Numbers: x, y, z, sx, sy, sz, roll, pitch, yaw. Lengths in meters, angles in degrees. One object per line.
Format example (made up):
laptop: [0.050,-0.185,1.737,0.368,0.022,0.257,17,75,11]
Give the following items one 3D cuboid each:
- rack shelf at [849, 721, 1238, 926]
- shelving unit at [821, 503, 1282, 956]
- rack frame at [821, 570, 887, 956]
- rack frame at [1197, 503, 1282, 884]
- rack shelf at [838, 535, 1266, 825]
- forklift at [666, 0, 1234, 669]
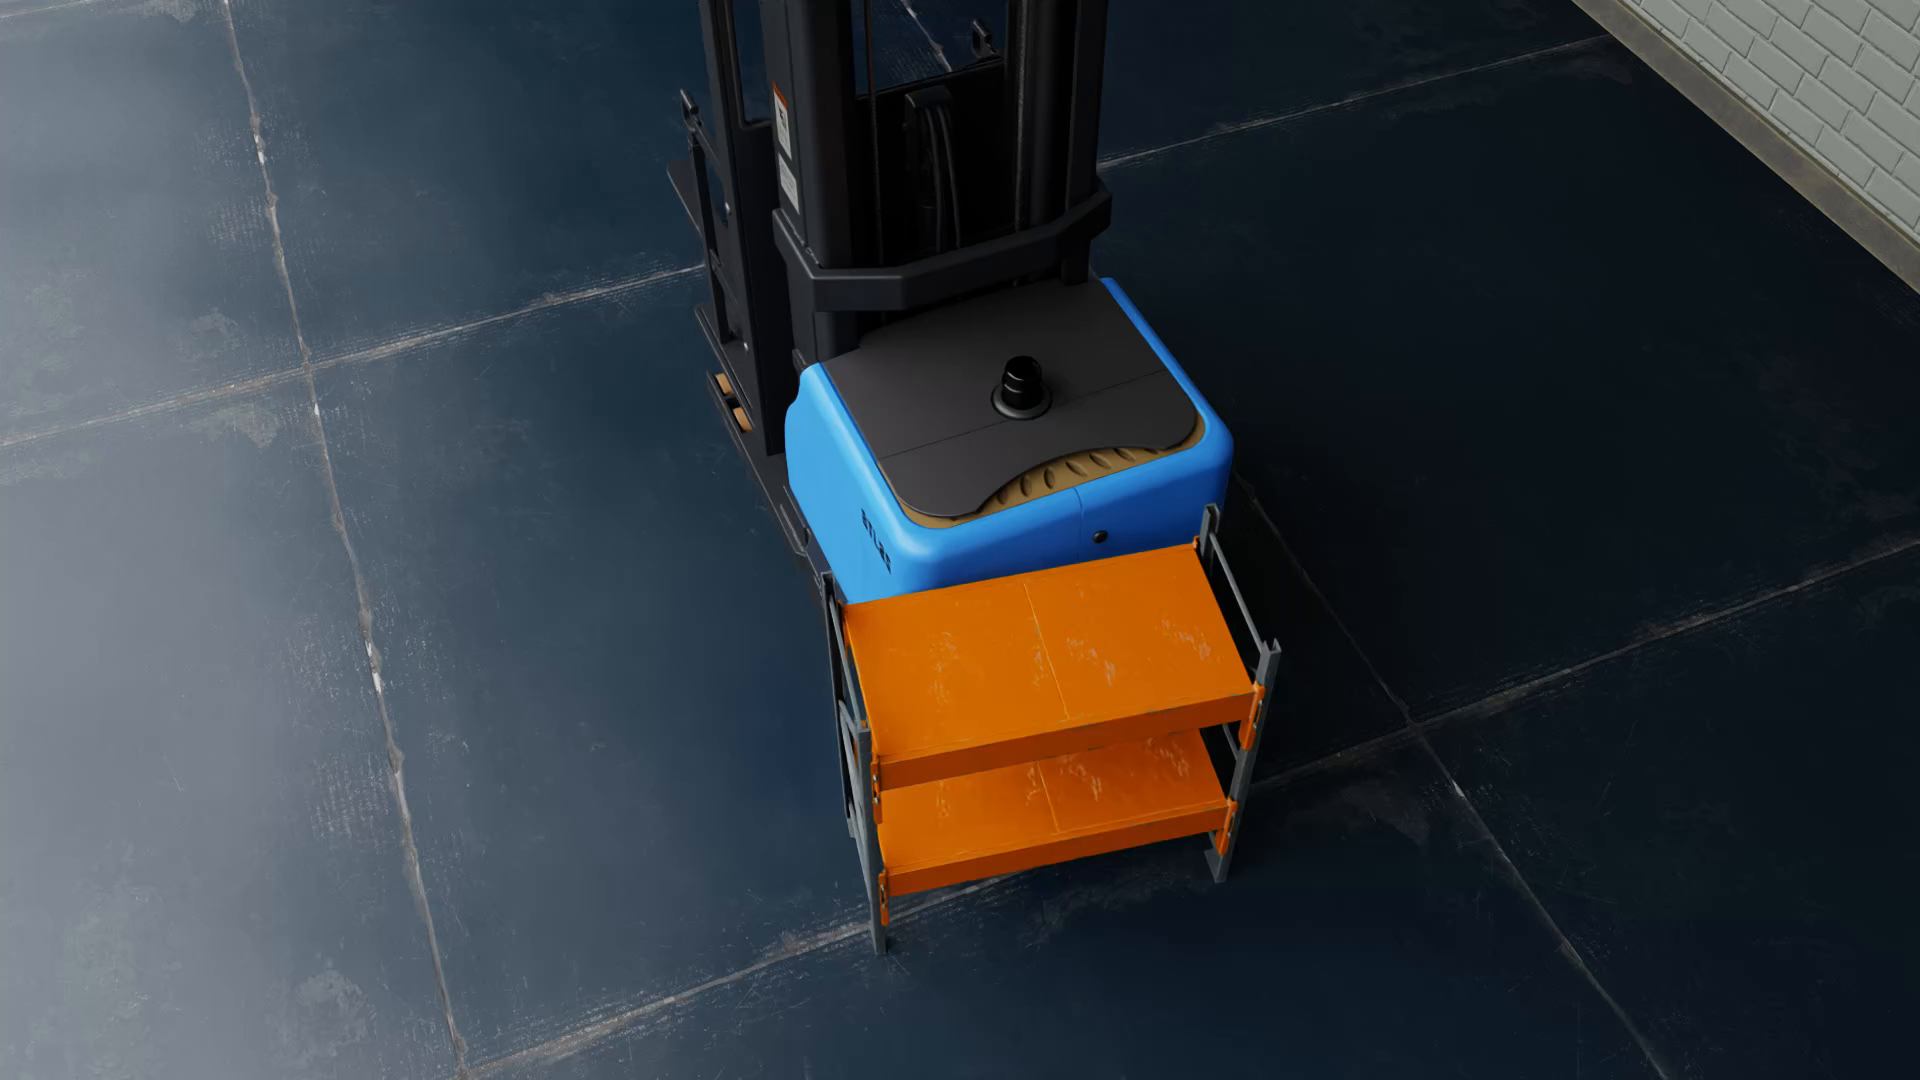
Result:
rack shelf: [0.215,0.702,4.728,1.000,0.278,0.538,-10,50,-8]
shelving unit: [0.215,0.543,4.542,1.048,1.125,0.538,-10,50,-8]
rack frame: [-0.280,0.630,4.468,0.032,1.125,0.500,-10,50,-8]
rack frame: [0.710,0.456,4.617,0.032,1.125,0.500,-10,50,-8]
rack shelf: [0.215,0.352,4.320,1.000,0.278,0.538,-10,50,-8]
forklift: [-0.278,-1.401,5.022,1.130,2.935,3.031,-18,52,-15]
